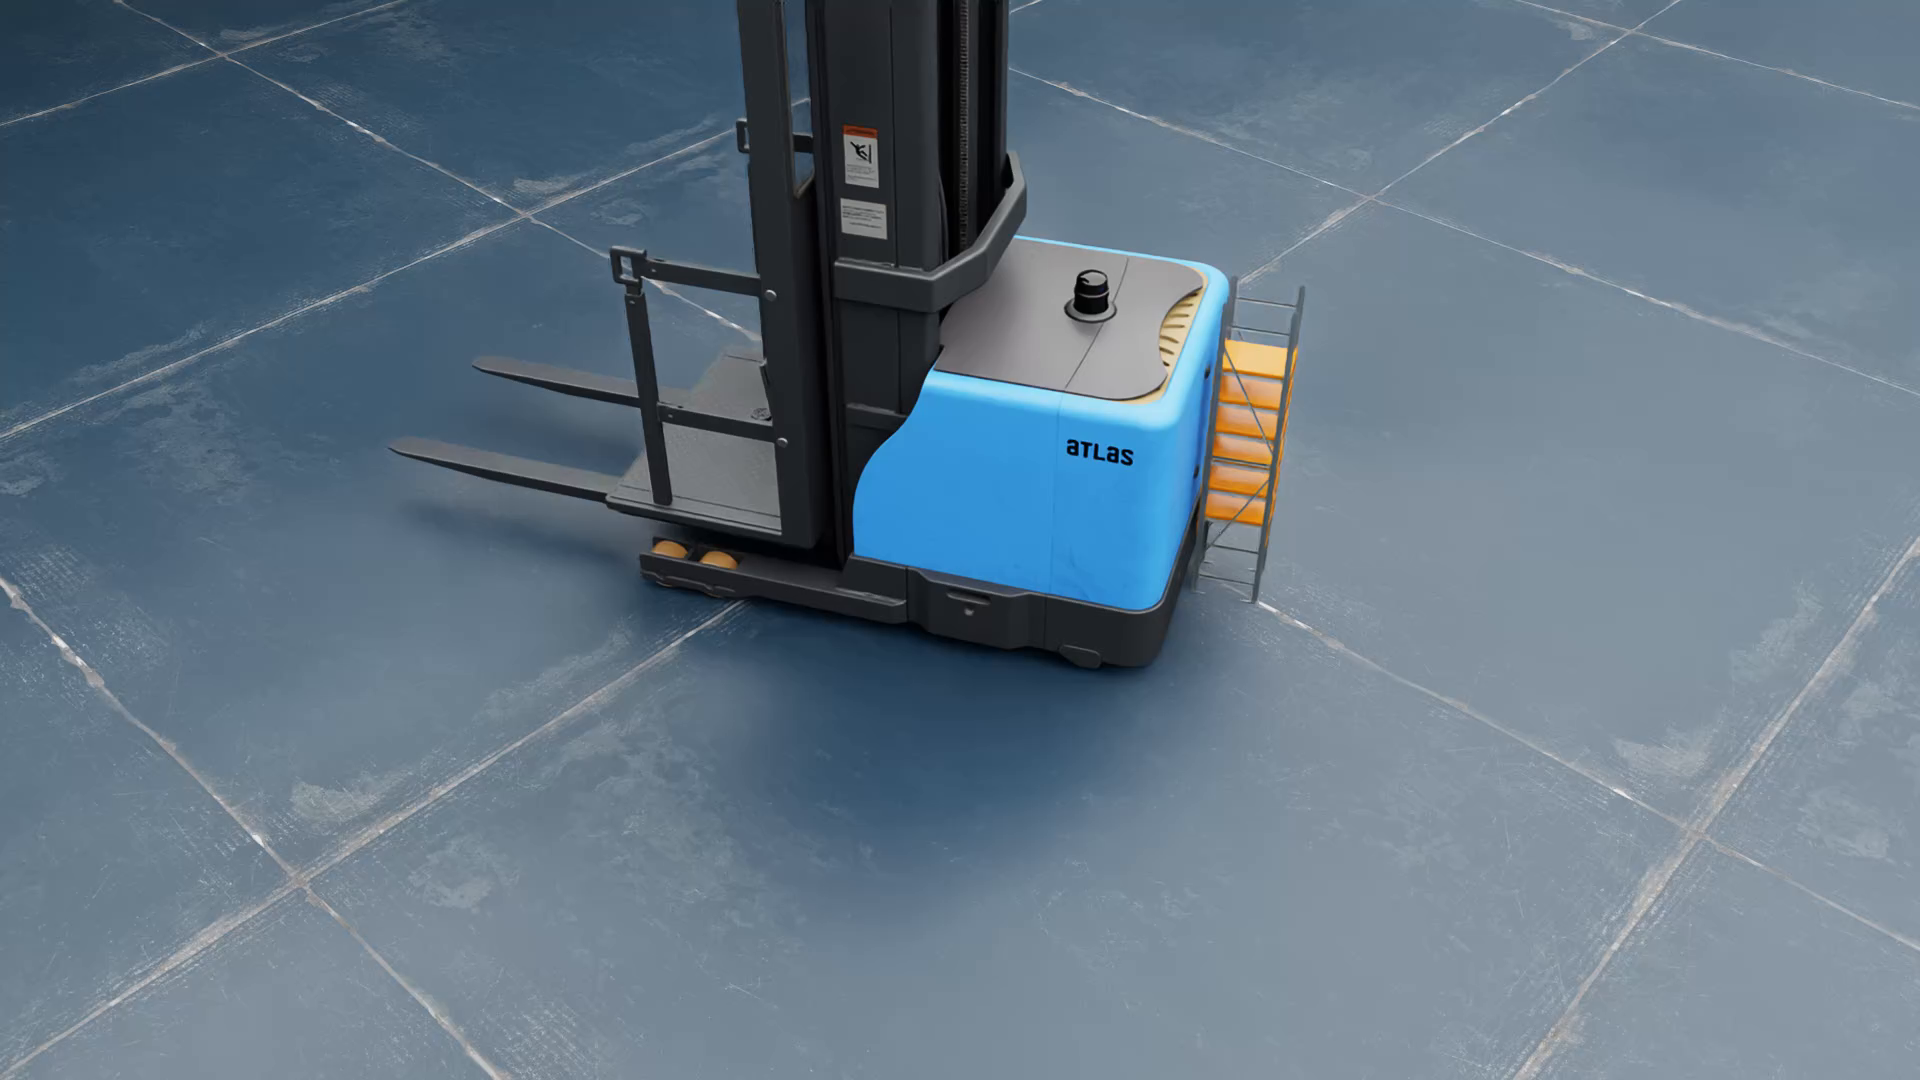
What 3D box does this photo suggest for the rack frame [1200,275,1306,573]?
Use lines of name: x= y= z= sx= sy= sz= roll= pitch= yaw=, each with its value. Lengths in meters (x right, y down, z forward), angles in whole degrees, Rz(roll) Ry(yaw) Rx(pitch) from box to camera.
rack frame: x=1.000 y=-0.370 z=5.752 sx=0.240 sy=1.200 sz=0.006 roll=10 pitch=40 yaw=13

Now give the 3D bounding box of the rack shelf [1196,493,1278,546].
rack shelf: x=0.974 y=-0.093 z=5.860 sx=0.258 sy=0.103 sz=0.180 roll=10 pitch=40 yaw=13

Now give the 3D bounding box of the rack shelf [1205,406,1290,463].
rack shelf: x=0.974 y=-0.375 z=5.636 sx=0.258 sy=0.103 sz=0.180 roll=10 pitch=40 yaw=13

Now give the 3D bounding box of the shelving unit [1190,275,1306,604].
shelving unit: x=0.974 y=-0.316 z=5.683 sx=0.258 sy=1.200 sz=0.189 roll=10 pitch=40 yaw=13

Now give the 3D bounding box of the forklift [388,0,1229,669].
forklift: x=-0.639 y=-1.241 z=5.456 sx=3.031 sy=2.935 sz=1.130 roll=11 pitch=40 yaw=14

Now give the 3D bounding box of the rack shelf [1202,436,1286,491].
rack shelf: x=0.974 y=-0.281 z=5.711 sx=0.258 sy=0.103 sz=0.180 roll=10 pitch=40 yaw=13

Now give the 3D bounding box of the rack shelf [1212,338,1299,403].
rack shelf: x=0.974 y=-0.563 z=5.486 sx=0.258 sy=0.103 sz=0.180 roll=10 pitch=40 yaw=13

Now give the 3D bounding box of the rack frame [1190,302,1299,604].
rack frame: x=0.949 y=-0.261 z=5.614 sx=0.240 sy=1.200 sz=0.006 roll=10 pitch=40 yaw=13

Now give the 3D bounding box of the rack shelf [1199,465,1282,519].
rack shelf: x=0.974 y=-0.187 z=5.785 sx=0.258 sy=0.103 sz=0.180 roll=10 pitch=40 yaw=13

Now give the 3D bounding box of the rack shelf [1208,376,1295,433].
rack shelf: x=0.974 y=-0.469 z=5.561 sx=0.258 sy=0.103 sz=0.180 roll=10 pitch=40 yaw=13
